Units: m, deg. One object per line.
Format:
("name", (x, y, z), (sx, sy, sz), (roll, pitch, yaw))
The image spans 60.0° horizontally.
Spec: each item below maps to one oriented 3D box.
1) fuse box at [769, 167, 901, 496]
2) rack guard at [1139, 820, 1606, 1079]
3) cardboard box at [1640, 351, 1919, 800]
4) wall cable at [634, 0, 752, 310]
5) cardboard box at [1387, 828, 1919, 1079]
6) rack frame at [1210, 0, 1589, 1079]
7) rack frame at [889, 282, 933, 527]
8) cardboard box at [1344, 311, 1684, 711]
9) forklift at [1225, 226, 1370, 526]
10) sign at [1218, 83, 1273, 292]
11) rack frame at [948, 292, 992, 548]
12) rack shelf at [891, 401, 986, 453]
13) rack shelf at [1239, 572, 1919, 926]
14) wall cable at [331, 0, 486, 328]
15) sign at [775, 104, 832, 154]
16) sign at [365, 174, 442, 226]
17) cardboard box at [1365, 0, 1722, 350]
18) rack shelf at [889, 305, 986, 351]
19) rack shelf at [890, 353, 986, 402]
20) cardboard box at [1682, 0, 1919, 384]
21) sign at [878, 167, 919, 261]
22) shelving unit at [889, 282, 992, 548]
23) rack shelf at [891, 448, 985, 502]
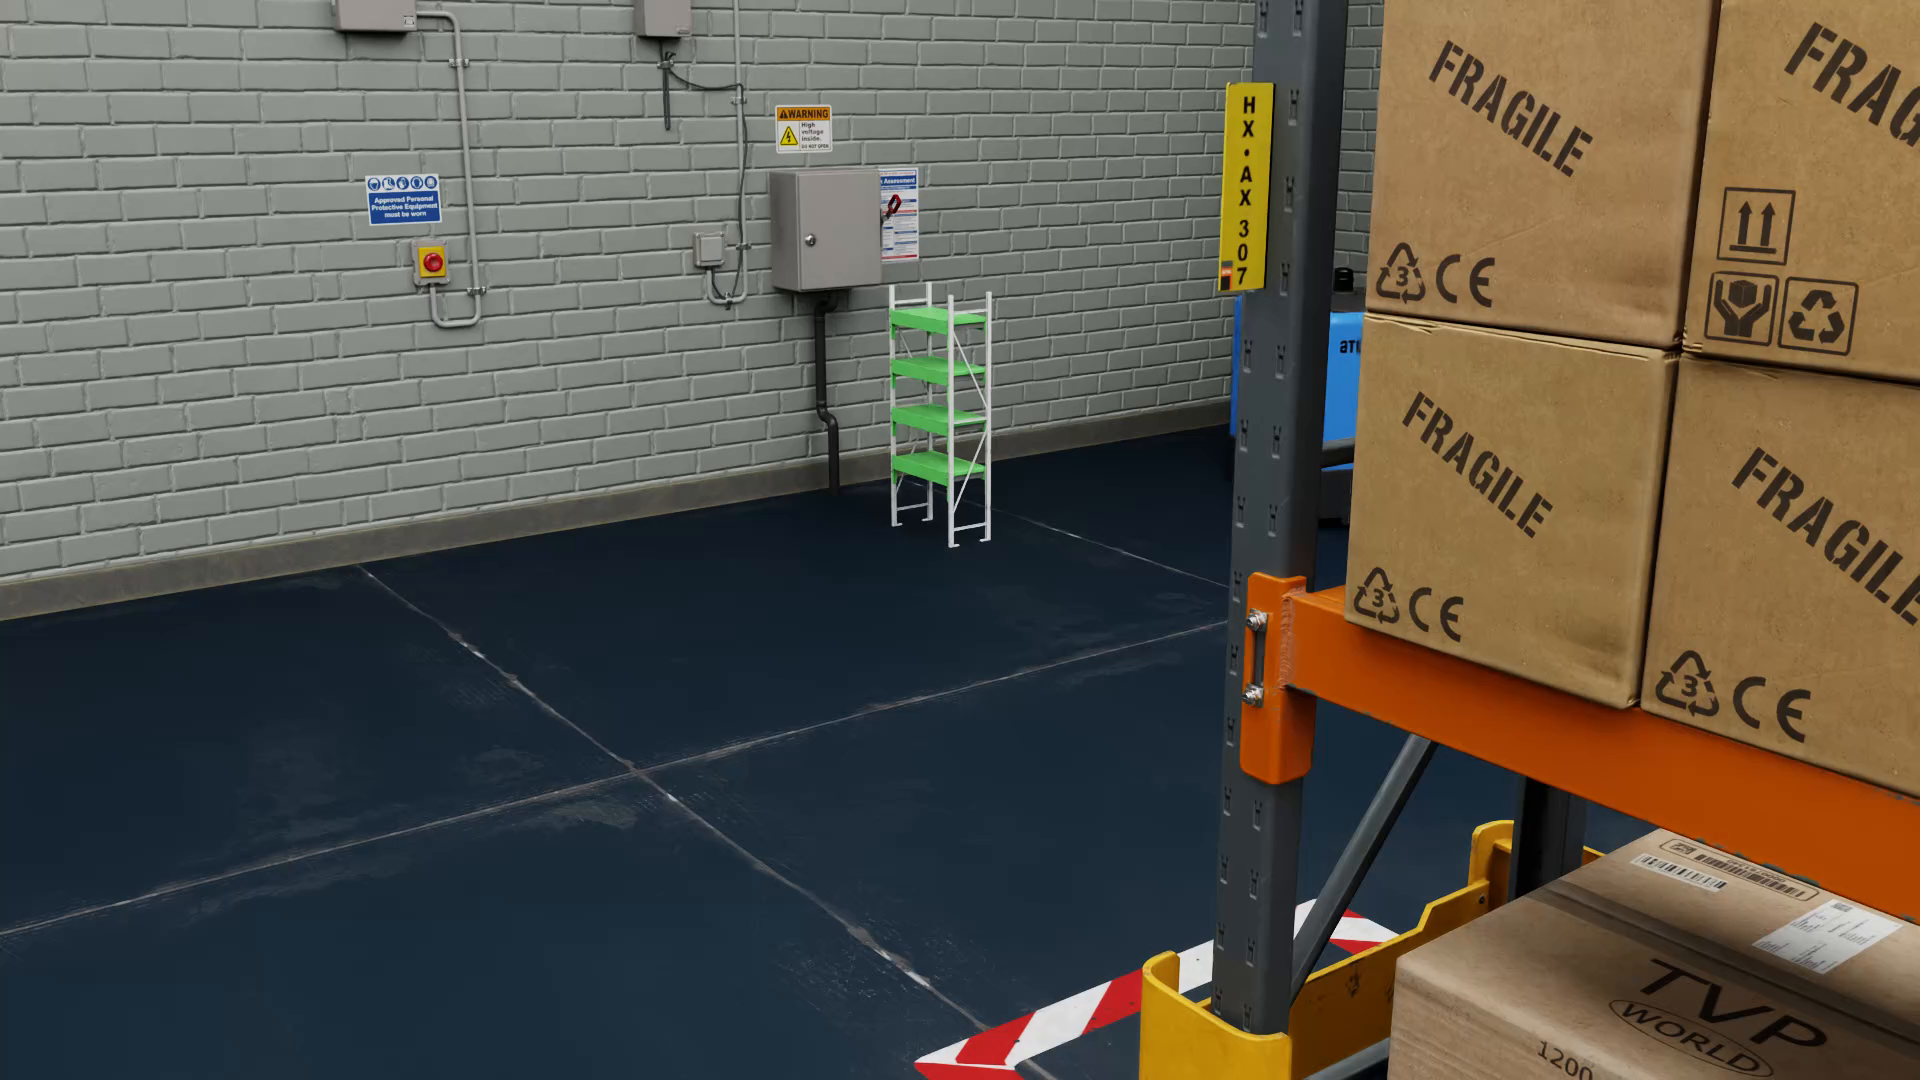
("fuse box", (-0.639, -1.068, 8.737), (0.539, 1.711, 0.414), (-11, 19, -35))
("rack guard", (0.897, 1.006, 3.452), (1.175, 0.500, 0.348), (-11, 19, -35))
("cardboard box", (1.281, 0.008, 2.174), (0.500, 0.500, 0.500), (-11, 19, -35))
("wall cable", (-1.283, -2.107, 8.169), (0.588, 1.984, 0.122), (-11, 19, -35))
("cardboard box", (1.380, 0.964, 2.928), (0.875, 0.438, 0.875), (-12, 19, -36))
("rack frame", (0.911, -0.194, 3.103), (1.000, 3.000, 0.127), (-11, 19, -35))
("rack frame", (-0.241, -0.666, 8.237), (0.240, 1.200, 0.015), (-11, 19, -35))
("cardboard box", (0.961, -0.095, 2.553), (0.500, 0.500, 0.500), (-11, 19, -35))
("forklift", (3.019, -1.685, 8.679), (3.031, 2.935, 1.130), (-4, 16, -15))
("sign", (0.458, -0.565, 2.669), (0.100, 0.325, 0.005), (-11, 19, -35))
("rack frame", (0.046, -0.562, 7.856), (0.240, 1.200, 0.015), (-11, 19, -35))
("rack shelf", (-0.097, -0.552, 8.064), (0.258, 0.148, 0.480), (-11, 19, -35))
("rack shelf", (2.087, 0.580, 1.638), (1.077, 0.370, 4.000), (-11, 19, -35))
("wall cable", (-2.424, -1.900, 7.351), (0.585, 1.953, 0.123), (-11, 19, -35))
("sign", (-0.805, -2.123, 8.588), (0.339, 0.242, 0.001), (-11, 19, -35))
("sign", (-2.499, -1.531, 7.474), (0.327, 0.218, 0.001), (-11, 19, -35))
("cardboard box", (0.963, -0.578, 2.422), (0.500, 0.500, 0.500), (-11, 19, -36))
("rack shelf", (-0.097, -1.015, 7.937), (0.258, 0.148, 0.480), (-11, 19, -35))
("rack shelf", (-0.097, -0.784, 8.000), (0.258, 0.148, 0.480), (-11, 19, -35))
("cardboard box", (1.272, -0.469, 2.023), (0.500, 0.500, 0.500), (-11, 19, -36))
("sign", (-0.361, -1.765, 9.021), (0.329, 0.494, 0.001), (-11, 19, -35))
("shelving unit", (-0.097, -0.614, 8.047), (0.258, 1.200, 0.503), (-11, 19, -35))
("rack shelf", (-0.097, -0.321, 8.127), (0.258, 0.148, 0.480), (-11, 19, -35))
